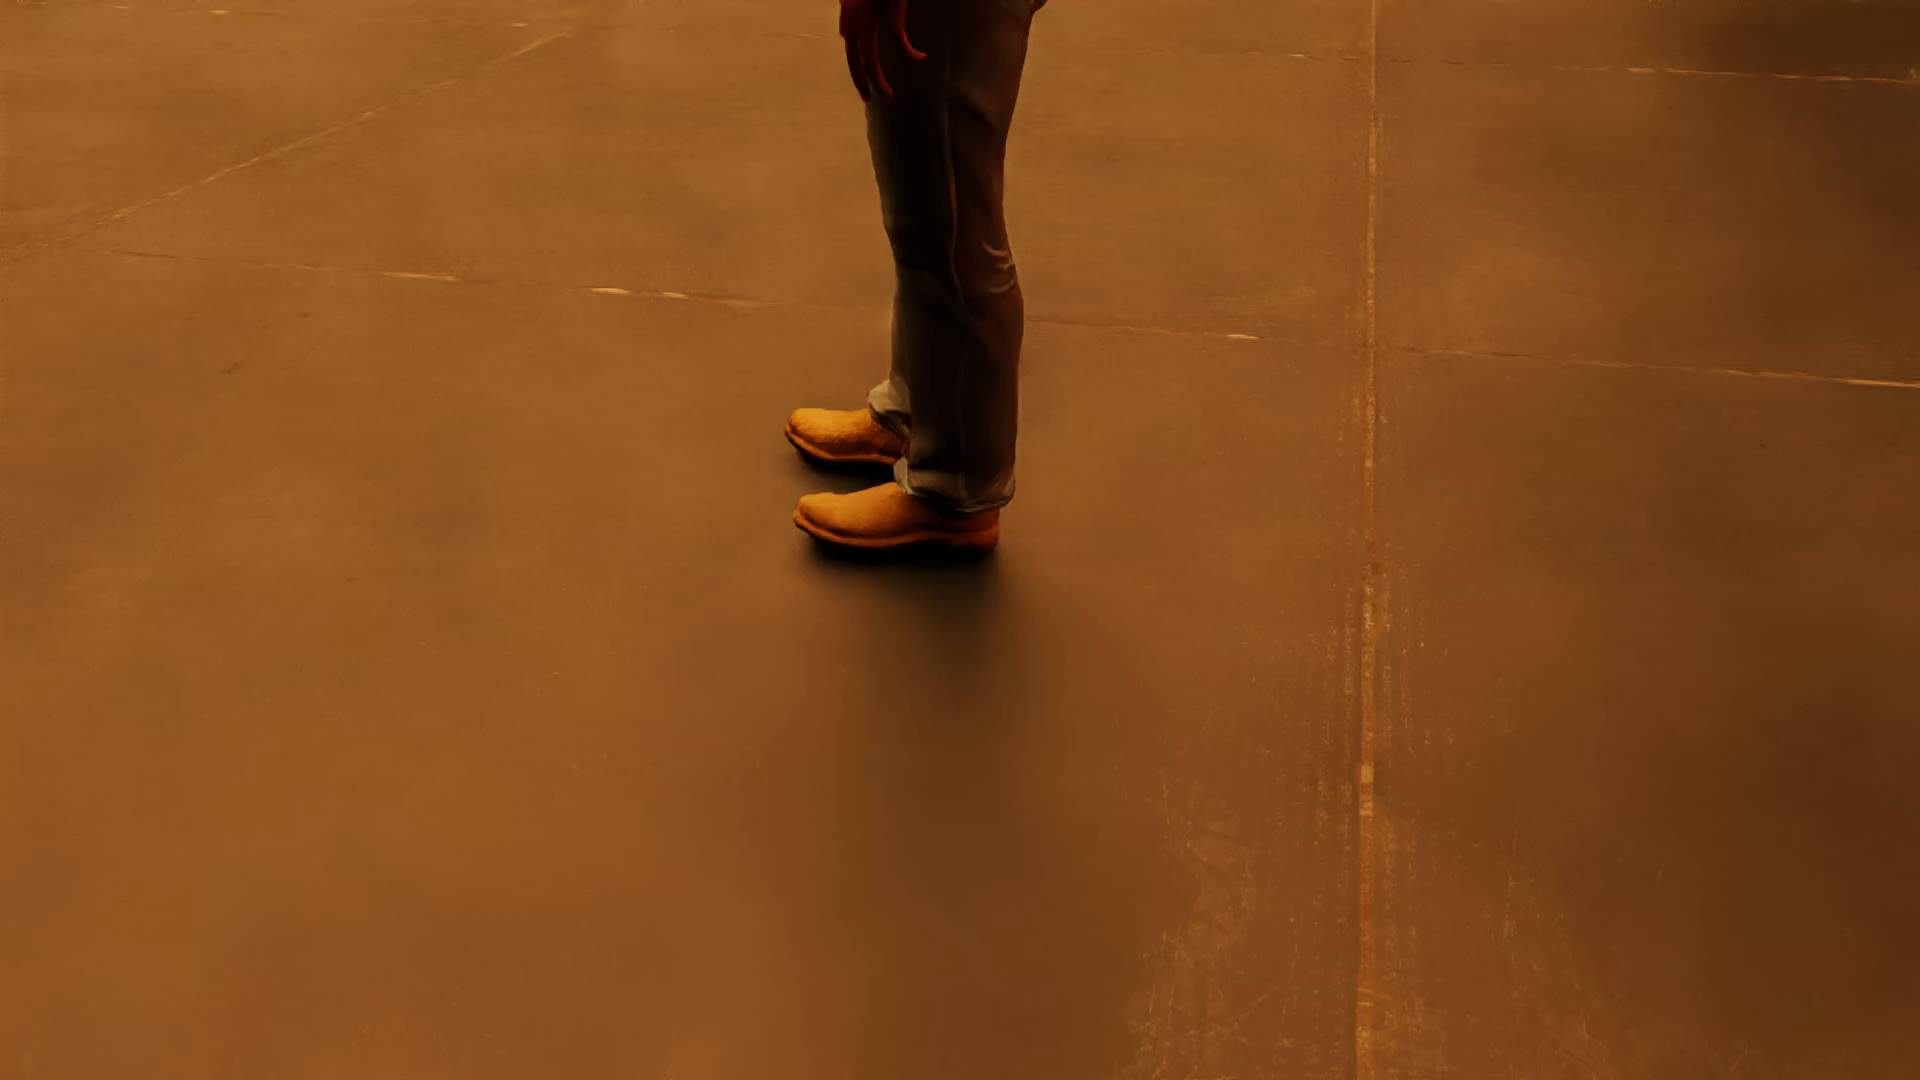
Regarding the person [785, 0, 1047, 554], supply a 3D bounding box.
[{"bbox_3d":[-0.067,-0.804,2.117,0.576,1.766,0.665,6,27,11],"label":"person"}]
